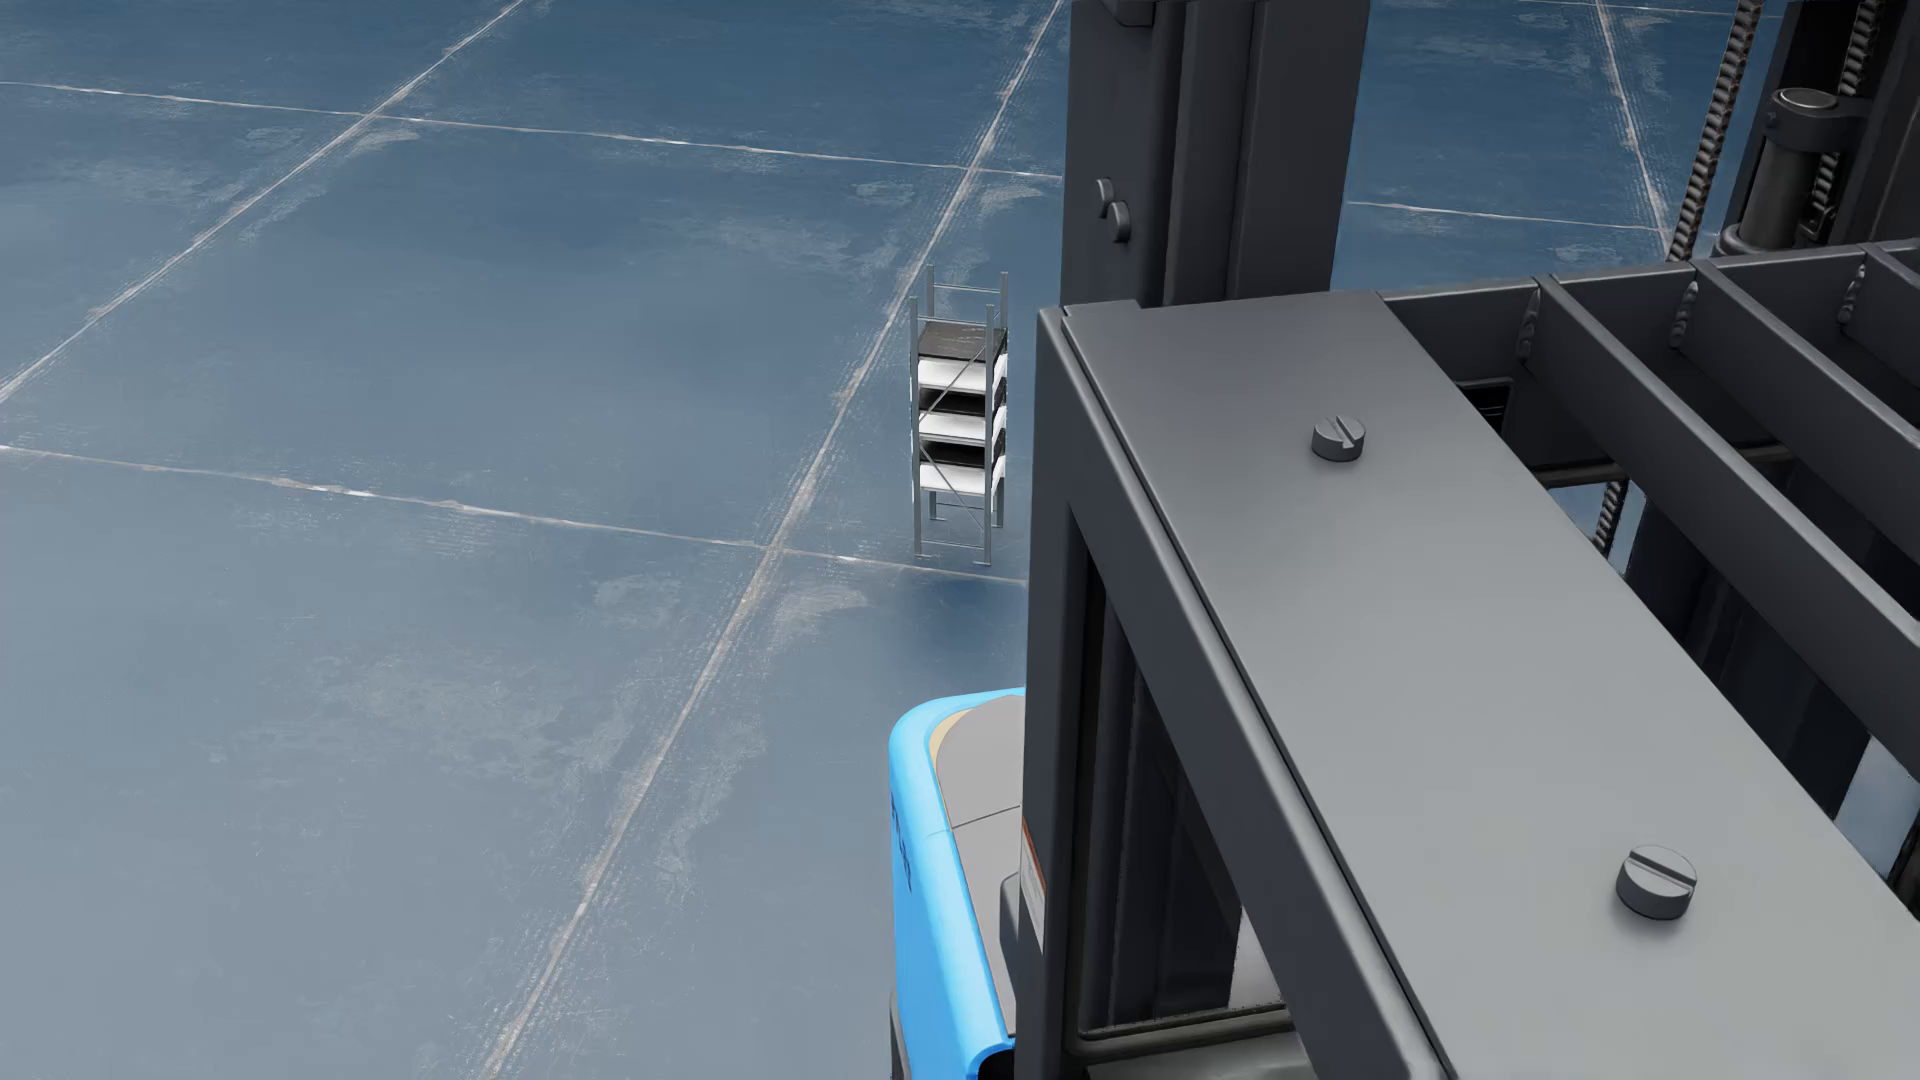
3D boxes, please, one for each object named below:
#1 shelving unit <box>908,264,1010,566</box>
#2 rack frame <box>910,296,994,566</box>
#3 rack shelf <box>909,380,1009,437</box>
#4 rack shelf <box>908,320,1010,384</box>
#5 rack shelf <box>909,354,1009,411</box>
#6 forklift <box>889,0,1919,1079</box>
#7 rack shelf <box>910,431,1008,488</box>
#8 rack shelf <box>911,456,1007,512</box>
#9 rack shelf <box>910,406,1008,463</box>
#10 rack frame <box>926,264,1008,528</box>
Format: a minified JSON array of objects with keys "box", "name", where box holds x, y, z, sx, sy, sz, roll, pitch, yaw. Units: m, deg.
[{"box":[-0.002,-0.360,4.980,0.258,0.900,0.210,7,37,10],"name":"shelving unit"},{"box":[-0.023,-0.301,4.899,0.240,0.900,0.006,7,37,10],"name":"rack frame"},{"box":[-0.002,-0.406,4.946,0.258,0.077,0.200,7,37,10],"name":"rack shelf"},{"box":[-0.002,-0.551,4.841,0.258,0.077,0.200,7,37,10],"name":"rack shelf"},{"box":[-0.002,-0.478,4.893,0.258,0.077,0.200,7,37,10],"name":"rack shelf"},{"box":[0.649,0.770,1.690,1.130,2.935,3.031,-7,36,-9],"name":"forklift"},{"box":[-0.002,-0.260,5.052,0.258,0.077,0.200,7,37,10],"name":"rack shelf"},{"box":[-0.002,-0.187,5.105,0.258,0.077,0.200,7,37,10],"name":"rack shelf"},{"box":[-0.002,-0.333,4.999,0.258,0.077,0.200,7,37,10],"name":"rack shelf"},{"box":[0.020,-0.418,5.060,0.240,0.900,0.006,7,37,10],"name":"rack frame"}]
